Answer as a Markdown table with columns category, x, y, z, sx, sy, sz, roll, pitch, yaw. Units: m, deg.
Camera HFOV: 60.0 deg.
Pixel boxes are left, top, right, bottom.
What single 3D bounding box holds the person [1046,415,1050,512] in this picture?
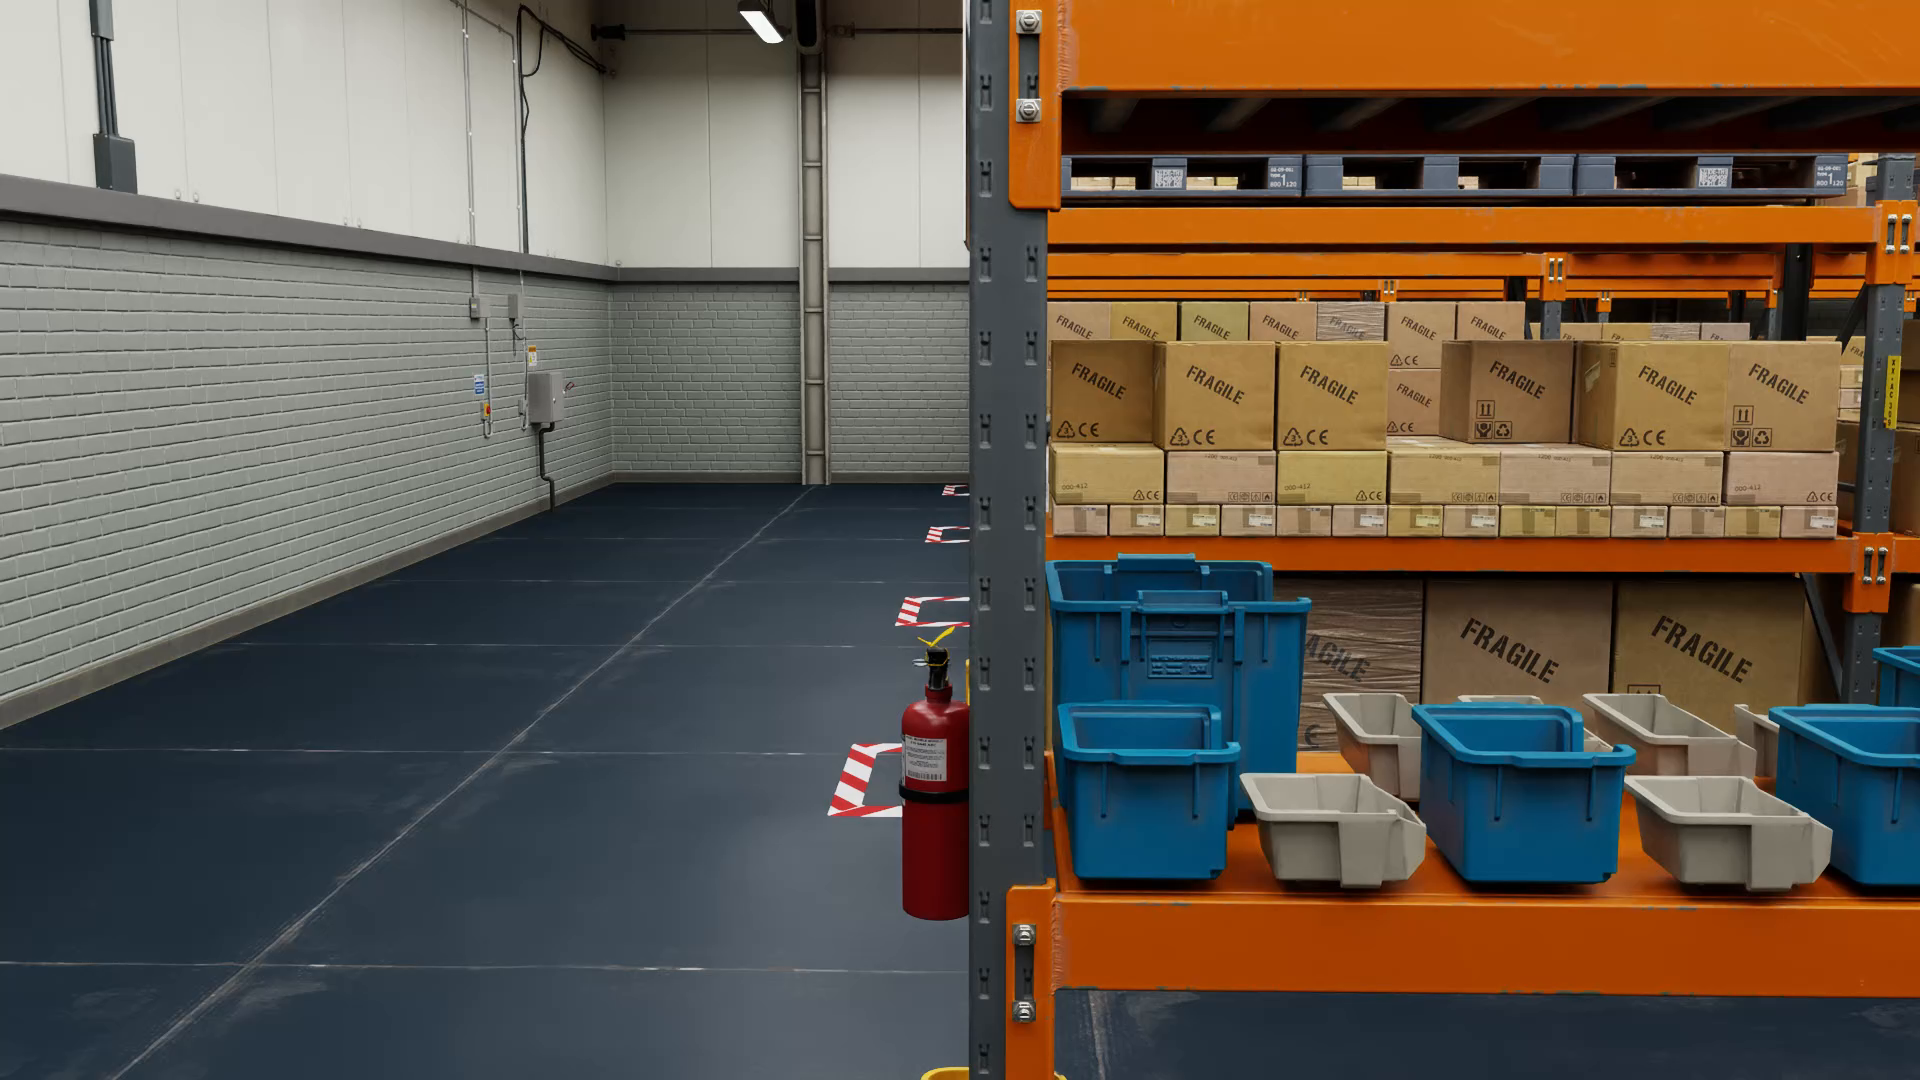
| category | x | y | z | sx | sy | sz | roll | pitch | yaw |
| --- | --- | --- | --- | --- | --- | --- | --- | --- | --- |
| person | 0.689 | -0.045 | 11.667 | 0.330 | 1.684 | 0.469 | -1 | 7 | -6 |
